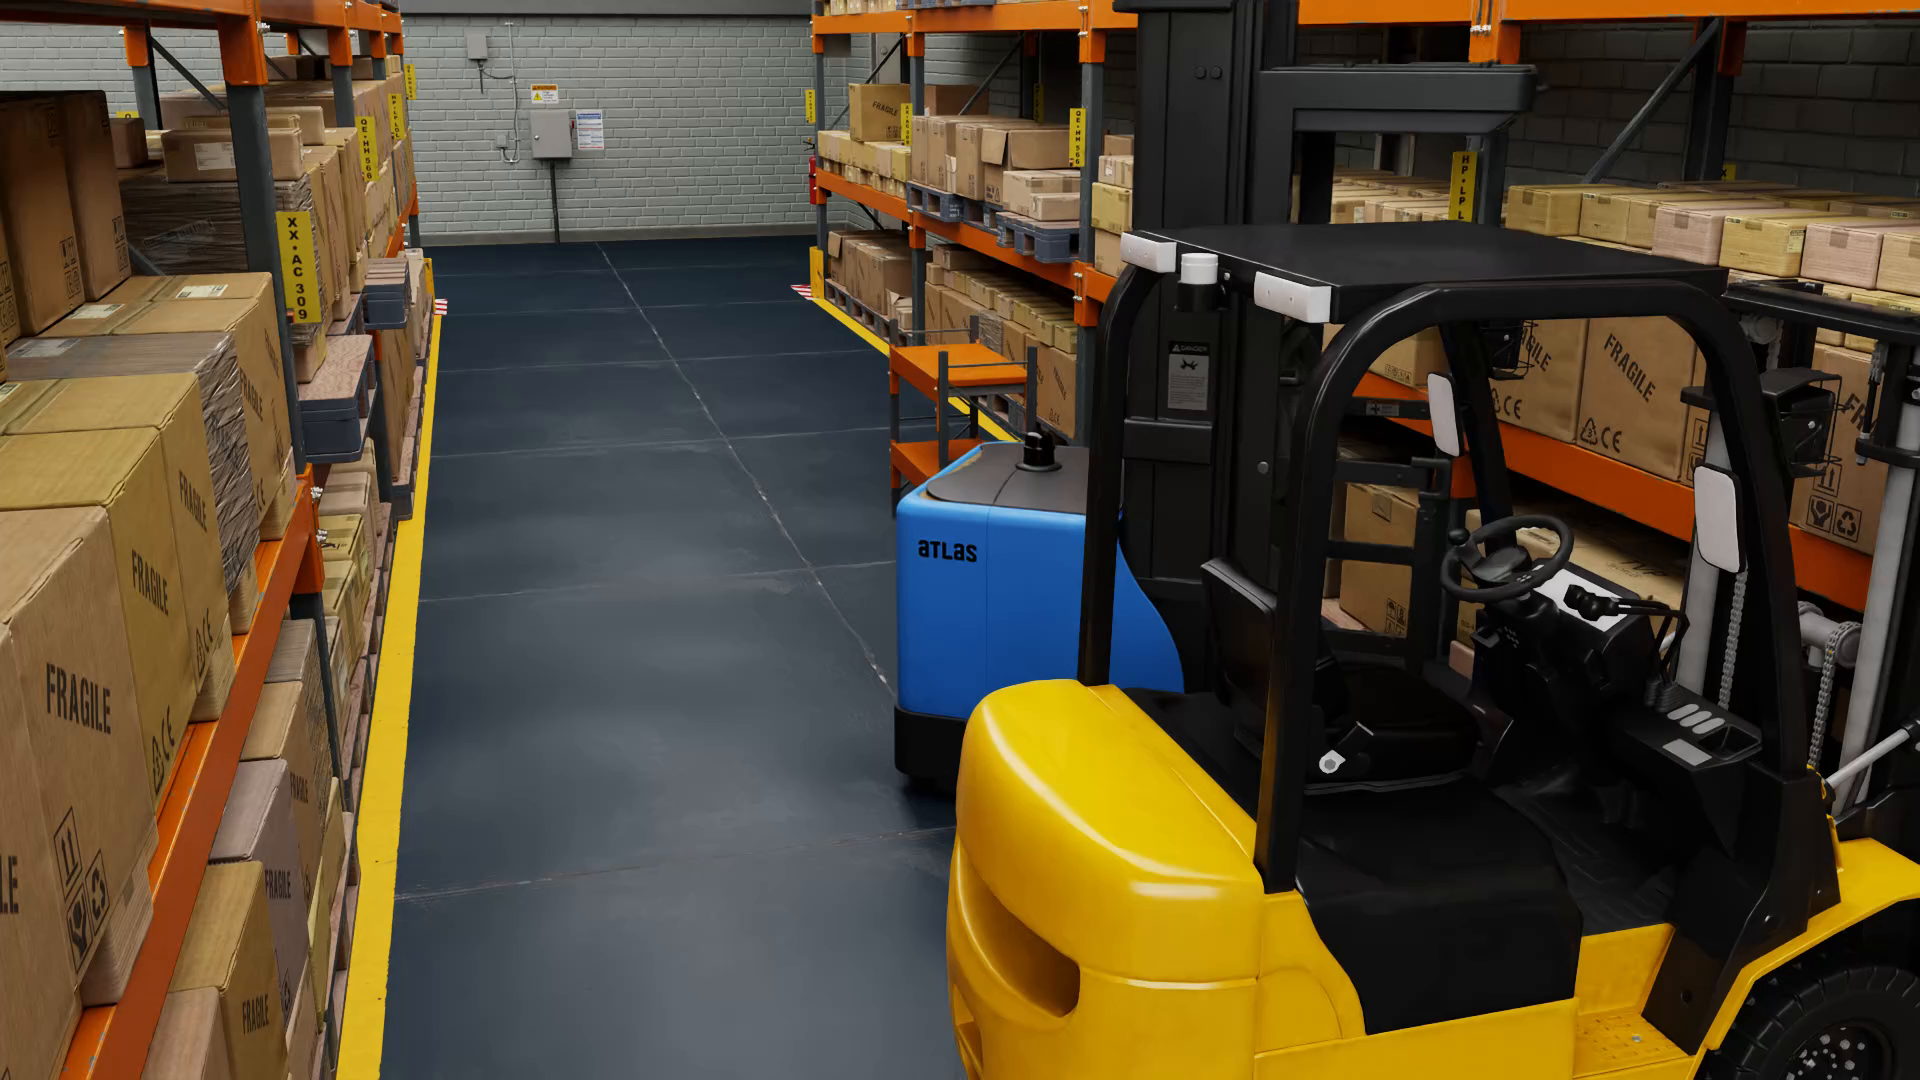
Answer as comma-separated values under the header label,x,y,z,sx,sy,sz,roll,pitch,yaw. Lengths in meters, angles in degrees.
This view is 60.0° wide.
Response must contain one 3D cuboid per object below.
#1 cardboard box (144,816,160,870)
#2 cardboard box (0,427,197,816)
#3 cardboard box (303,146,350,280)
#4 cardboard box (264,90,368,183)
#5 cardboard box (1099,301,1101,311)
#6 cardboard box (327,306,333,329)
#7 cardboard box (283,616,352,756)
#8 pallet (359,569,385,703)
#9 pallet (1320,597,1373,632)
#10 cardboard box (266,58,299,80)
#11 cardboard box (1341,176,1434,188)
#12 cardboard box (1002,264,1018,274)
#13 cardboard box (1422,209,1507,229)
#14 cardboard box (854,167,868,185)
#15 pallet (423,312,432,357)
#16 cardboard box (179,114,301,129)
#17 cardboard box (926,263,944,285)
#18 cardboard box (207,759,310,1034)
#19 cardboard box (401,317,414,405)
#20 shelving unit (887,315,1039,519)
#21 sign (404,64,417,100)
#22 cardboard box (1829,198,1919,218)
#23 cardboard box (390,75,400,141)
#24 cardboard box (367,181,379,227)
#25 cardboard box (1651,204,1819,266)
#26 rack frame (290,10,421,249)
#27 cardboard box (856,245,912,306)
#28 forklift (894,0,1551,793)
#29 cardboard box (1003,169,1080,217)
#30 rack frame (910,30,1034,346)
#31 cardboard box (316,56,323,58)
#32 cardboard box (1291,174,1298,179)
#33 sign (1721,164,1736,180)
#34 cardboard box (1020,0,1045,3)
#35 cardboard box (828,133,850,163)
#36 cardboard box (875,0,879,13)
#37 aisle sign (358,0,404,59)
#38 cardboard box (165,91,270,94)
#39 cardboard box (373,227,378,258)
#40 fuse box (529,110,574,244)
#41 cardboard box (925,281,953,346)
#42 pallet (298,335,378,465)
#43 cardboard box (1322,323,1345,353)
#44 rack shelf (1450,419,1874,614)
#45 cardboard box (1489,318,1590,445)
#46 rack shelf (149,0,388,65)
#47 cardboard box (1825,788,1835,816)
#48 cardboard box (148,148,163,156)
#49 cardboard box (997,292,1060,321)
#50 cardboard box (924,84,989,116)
label,x,y,z,sx,sy,sz,roll,pitch,yaw
cardboard box,-1.476,0.482,2.572,0.380,0.149,0.250,-4,17,-14
cardboard box,-1.525,0.136,2.596,0.500,0.500,0.500,-5,17,-16
cardboard box,-2.740,-1.305,6.662,0.500,0.500,0.500,-5,18,-18
cardboard box,-3.620,-2.269,9.380,0.500,0.500,0.500,-5,17,-15
cardboard box,1.058,-1.616,11.606,0.380,0.149,0.250,-5,17,-16
cardboard box,-2.631,-0.887,6.399,0.380,0.149,0.250,-5,17,-15
cardboard box,-2.621,0.569,5.682,0.950,0.372,0.625,-4,17,-15
pallet,-3.029,0.439,7.125,1.003,0.211,1.213,-5,17,-15
pallet,2.057,0.398,7.261,1.003,0.211,1.213,-5,17,-15
cardboard box,-5.064,-3.454,12.197,0.380,0.149,0.250,-5,17,-16
cardboard box,2.033,-1.635,7.881,0.380,0.149,0.250,-5,17,-15
cardboard box,0.554,-2.113,13.261,0.380,0.149,0.250,-5,17,-15
cardboard box,1.990,-1.173,6.340,0.380,0.149,0.250,-4,17,-13
cardboard box,-0.776,-3.392,15.467,0.380,0.149,0.250,-4,17,-14
pallet,-5.146,-1.776,14.496,1.003,0.211,1.213,-5,17,-15
cardboard box,-2.661,-1.496,6.171,0.380,0.149,0.250,-4,17,-12
cardboard box,-0.059,-2.144,13.364,0.380,0.149,0.250,-4,17,-13
cardboard box,-1.771,0.837,3.698,0.500,0.500,0.500,-4,17,-12
cardboard box,-4.170,-1.326,11.114,0.875,0.875,0.875,-4,17,-14
shelving unit,-0.002,-0.541,8.796,0.538,1.125,1.048,-5,17,-15
sign,-5.247,-4.370,15.862,0.100,0.325,0.005,-5,17,-15
cardboard box,2.919,-0.965,5.131,0.380,0.149,0.250,-5,17,-16
cardboard box,-4.834,-3.517,13.534,0.500,0.500,0.500,-4,17,-14
cardboard box,-3.617,-1.920,9.523,0.500,0.250,0.500,-4,17,-14
cardboard box,2.309,-0.912,4.956,0.380,0.149,0.250,-4,17,-14
rack frame,-5.772,-3.663,15.932,1.000,3.000,0.127,-5,17,-15
cardboard box,-0.677,-2.490,15.643,0.500,0.500,0.500,-4,17,-14
forklift,1.339,-0.505,5.538,3.031,2.935,1.130,6,18,18
cardboard box,0.597,-2.239,10.723,0.500,0.250,0.500,-6,18,-18
rack frame,0.099,-2.950,13.559,1.000,3.000,0.127,-5,17,-15
cardboard box,-5.599,-4.020,14.082,0.380,0.149,0.250,-5,17,-15
cardboard box,1.531,-1.670,7.997,0.380,0.149,0.250,-5,17,-15
sign,2.830,-1.234,6.203,0.100,0.325,0.005,-5,17,-15
cardboard box,0.684,-3.470,10.337,0.500,0.250,0.500,-5,17,-15
cardboard box,-0.996,-3.841,16.268,0.500,0.250,0.500,-5,17,-15
cardboard box,-0.522,-4.630,14.374,0.380,0.149,0.250,-4,17,-13
aisle sign,-5.494,-4.952,15.706,0.394,0.787,0.004,-5,17,-15
cardboard box,-4.116,-2.240,9.285,0.500,0.500,0.500,-4,17,-14
cardboard box,-3.624,-1.674,9.572,0.500,0.250,0.500,-5,17,-17
fuse box,-5.284,-4.729,21.722,0.539,1.711,0.414,-5,17,-15
cardboard box,0.015,-1.802,13.353,0.500,0.500,0.500,-4,17,-13
pallet,-2.545,-0.475,5.652,1.003,0.211,1.213,-5,17,-15
cardboard box,1.764,-0.923,7.070,0.500,0.250,0.500,-5,17,-16
rack shelf,2.847,0.161,4.454,1.077,0.370,4.000,-5,17,-15
cardboard box,2.168,-0.642,5.700,0.500,0.500,0.500,-5,17,-17
rack shelf,-4.123,-3.095,10.079,1.077,0.370,4.000,-5,17,-15
cardboard box,2.538,0.716,4.534,0.500,0.250,0.500,-5,17,-15
cardboard box,-3.240,-1.270,6.545,0.500,0.500,0.500,-5,18,-17
cardboard box,0.481,-1.644,11.698,0.380,0.149,0.250,-6,18,-18
cardboard box,-0.055,-3.813,14.871,0.500,0.500,0.500,-5,17,-17
